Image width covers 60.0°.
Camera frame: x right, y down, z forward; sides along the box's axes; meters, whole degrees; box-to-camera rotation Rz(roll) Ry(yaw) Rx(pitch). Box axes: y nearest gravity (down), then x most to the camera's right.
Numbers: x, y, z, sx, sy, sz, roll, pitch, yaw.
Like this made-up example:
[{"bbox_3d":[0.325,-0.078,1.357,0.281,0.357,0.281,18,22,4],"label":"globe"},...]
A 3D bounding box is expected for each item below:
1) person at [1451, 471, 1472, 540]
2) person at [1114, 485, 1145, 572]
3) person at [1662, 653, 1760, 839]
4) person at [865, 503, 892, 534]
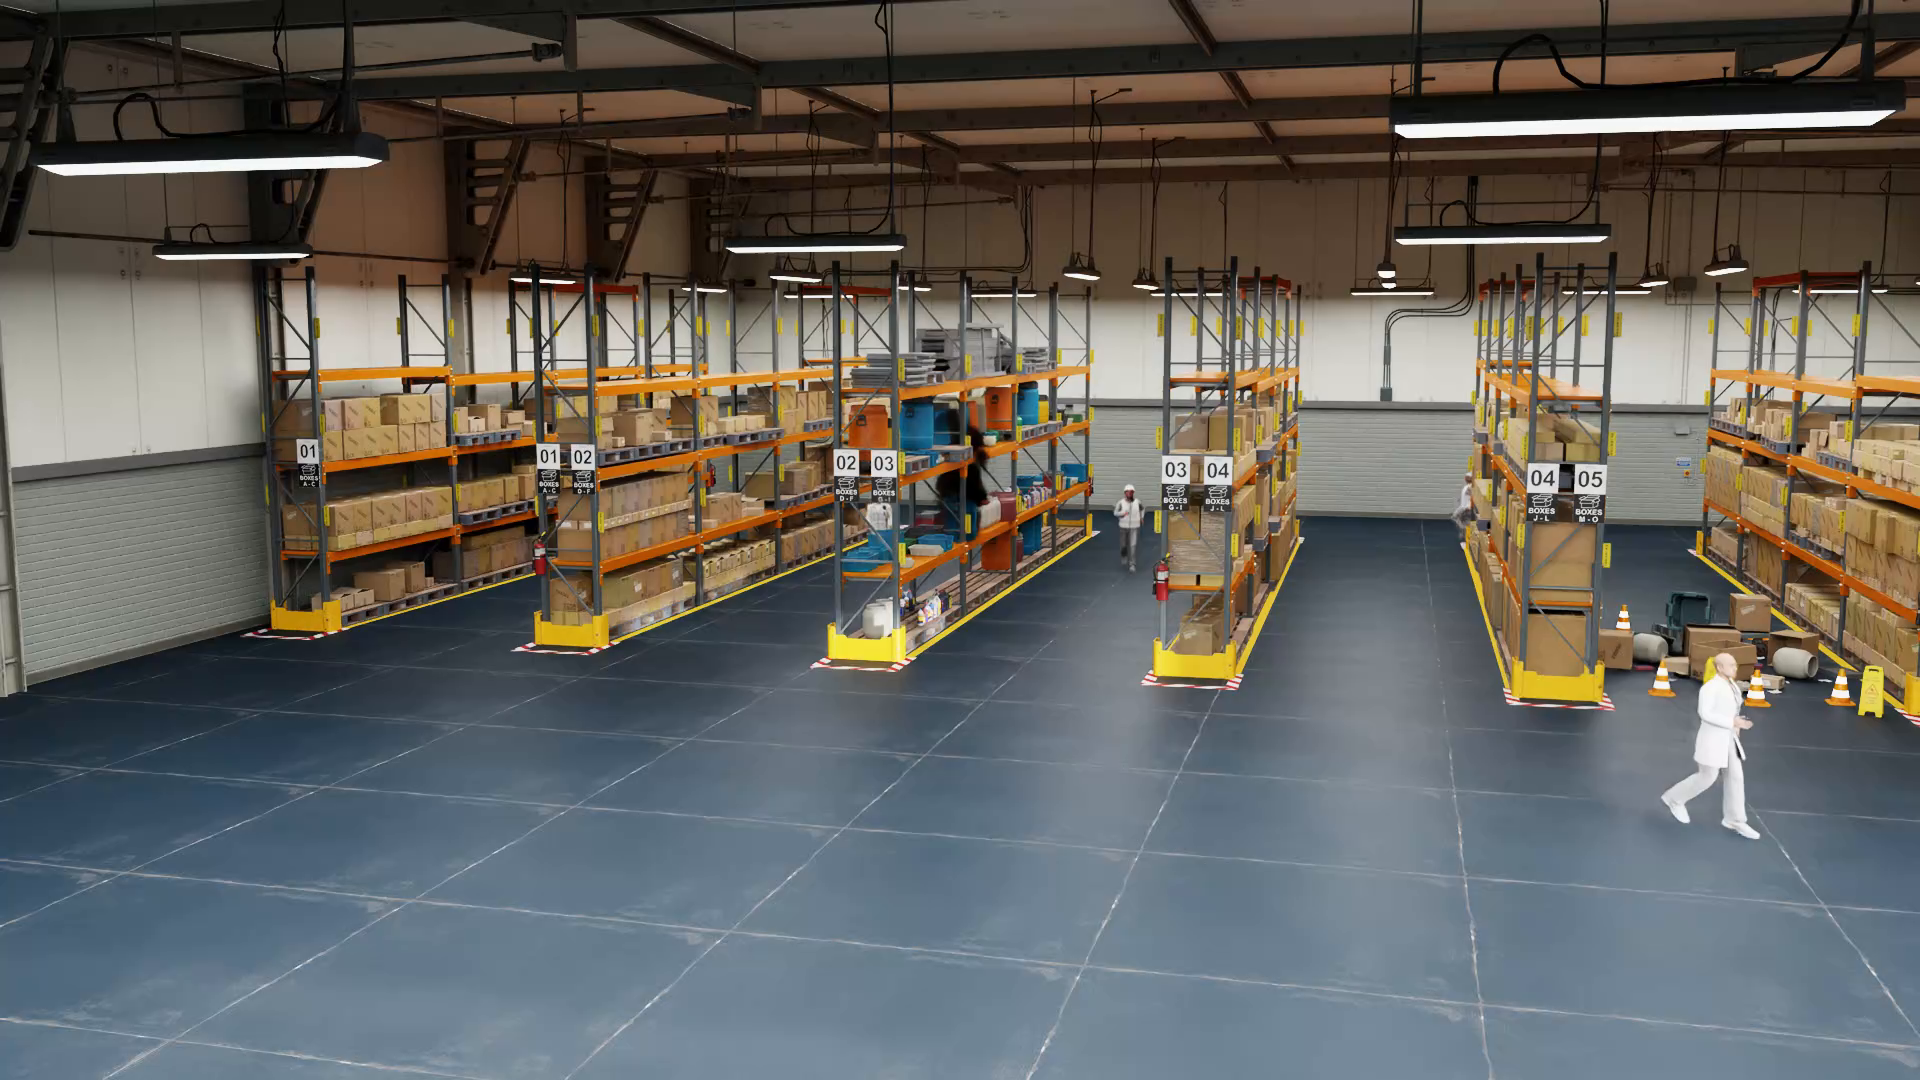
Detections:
[{"bbox_3d":[12.003,-0.812,39.394,0.664,1.687,0.785,4,8,28],"label":"person"},{"bbox_3d":[3.512,-0.269,34.482,0.657,1.758,0.971,0,7,4],"label":"person"},{"bbox_3d":[7.551,2.017,16.626,0.732,1.806,0.947,-6,9,-40],"label":"person"},{"bbox_3d":[-1.608,-0.183,33.155,0.591,1.697,0.598,1,7,5],"label":"person"}]
